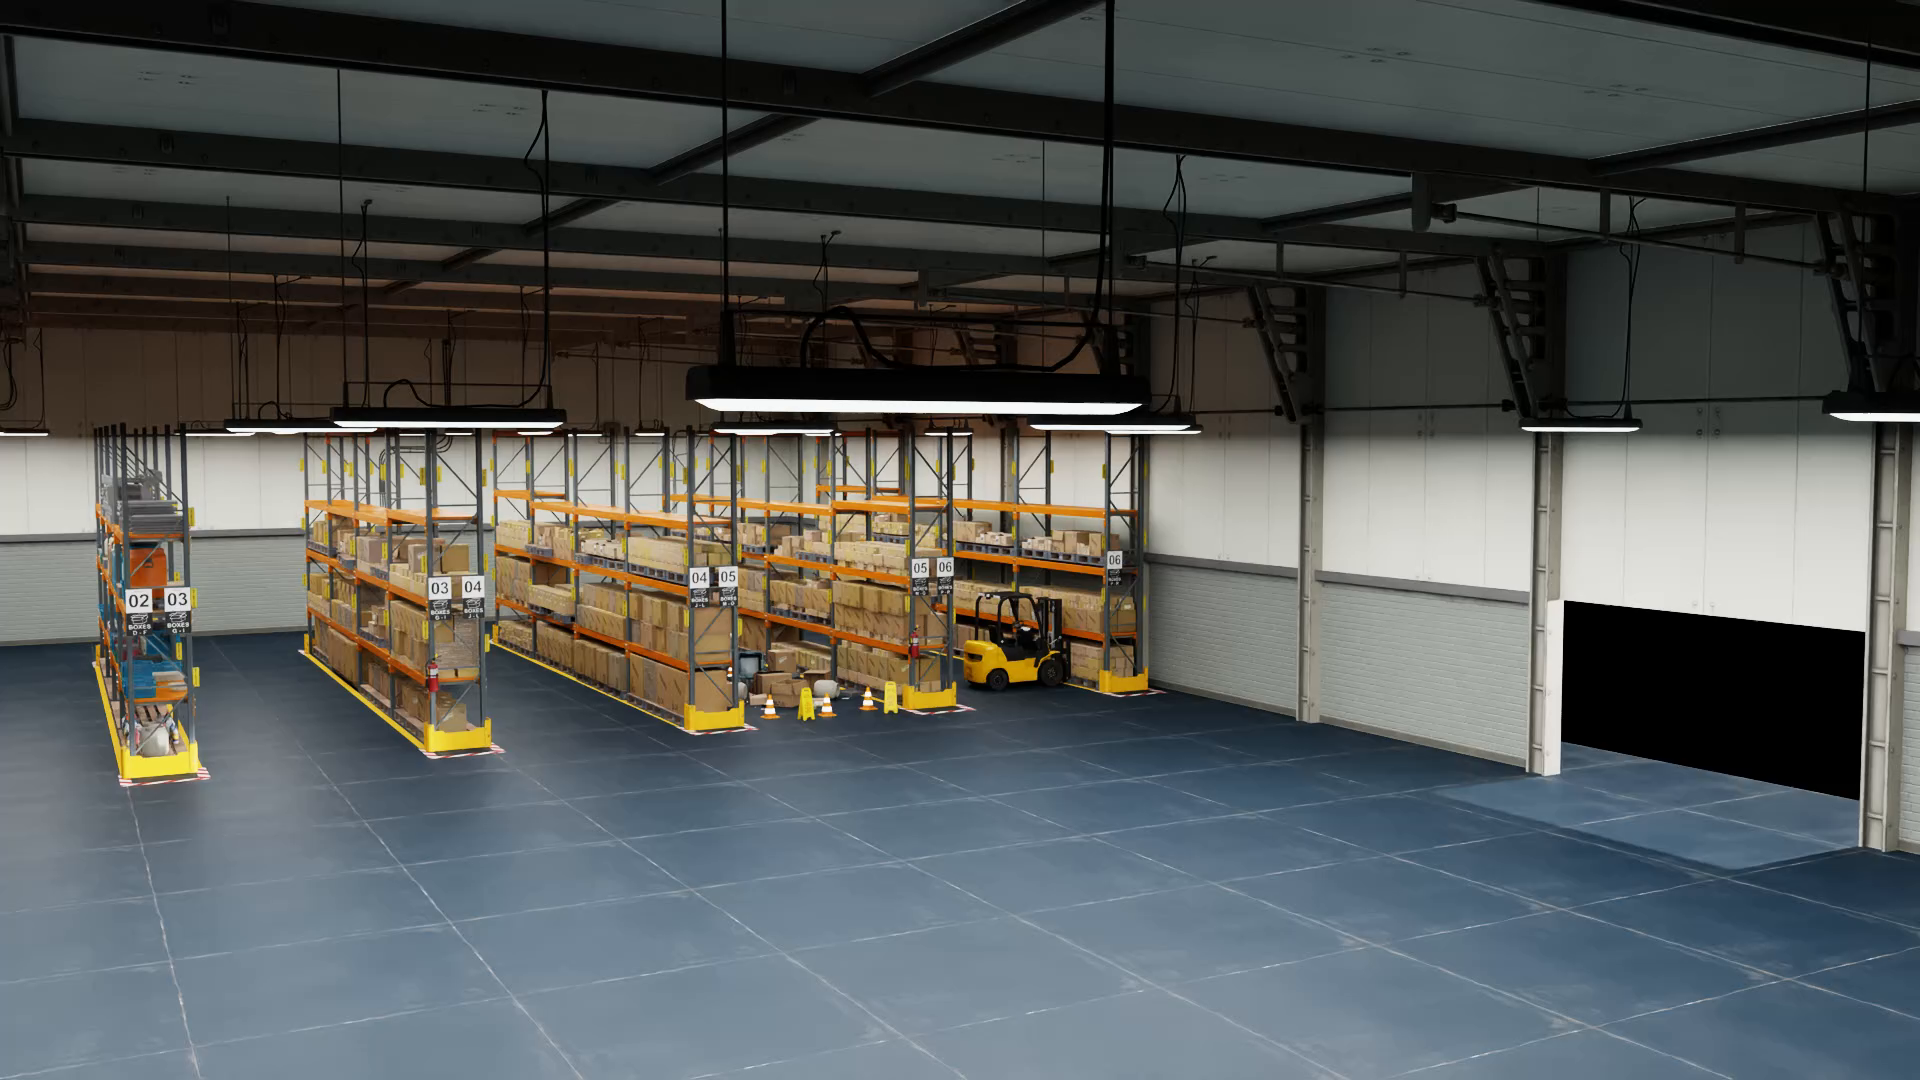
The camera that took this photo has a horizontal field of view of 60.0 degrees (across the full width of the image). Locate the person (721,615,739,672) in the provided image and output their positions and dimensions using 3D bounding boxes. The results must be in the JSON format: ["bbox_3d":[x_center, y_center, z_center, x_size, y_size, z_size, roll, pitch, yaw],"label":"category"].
[{"bbox_3d":[-5.707,2.359,40.861,0.603,1.760,0.473,-2,4,-33],"label":"person"}]
